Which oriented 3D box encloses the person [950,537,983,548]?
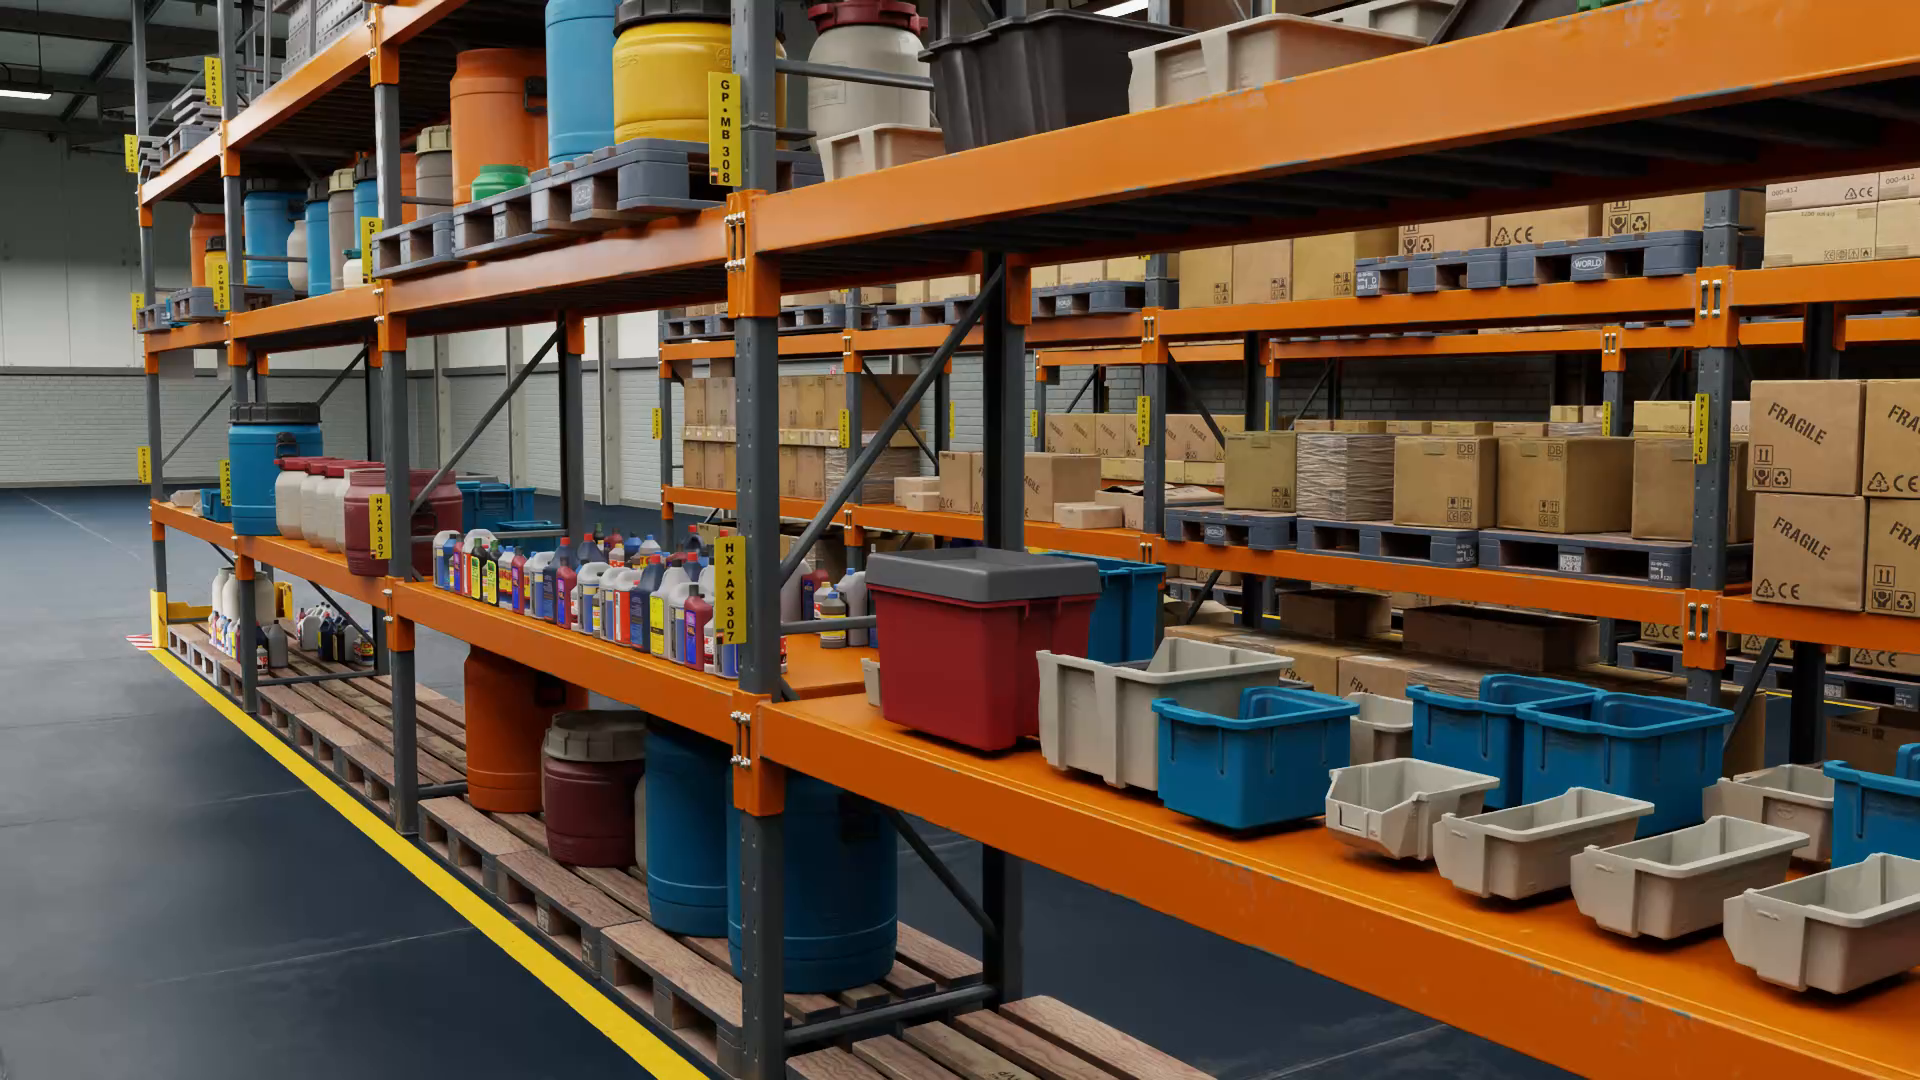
[{"bbox_3d":[0.055,-0.003,16.654,0.504,1.655,0.526,-2,5,-27],"label":"person"}]
